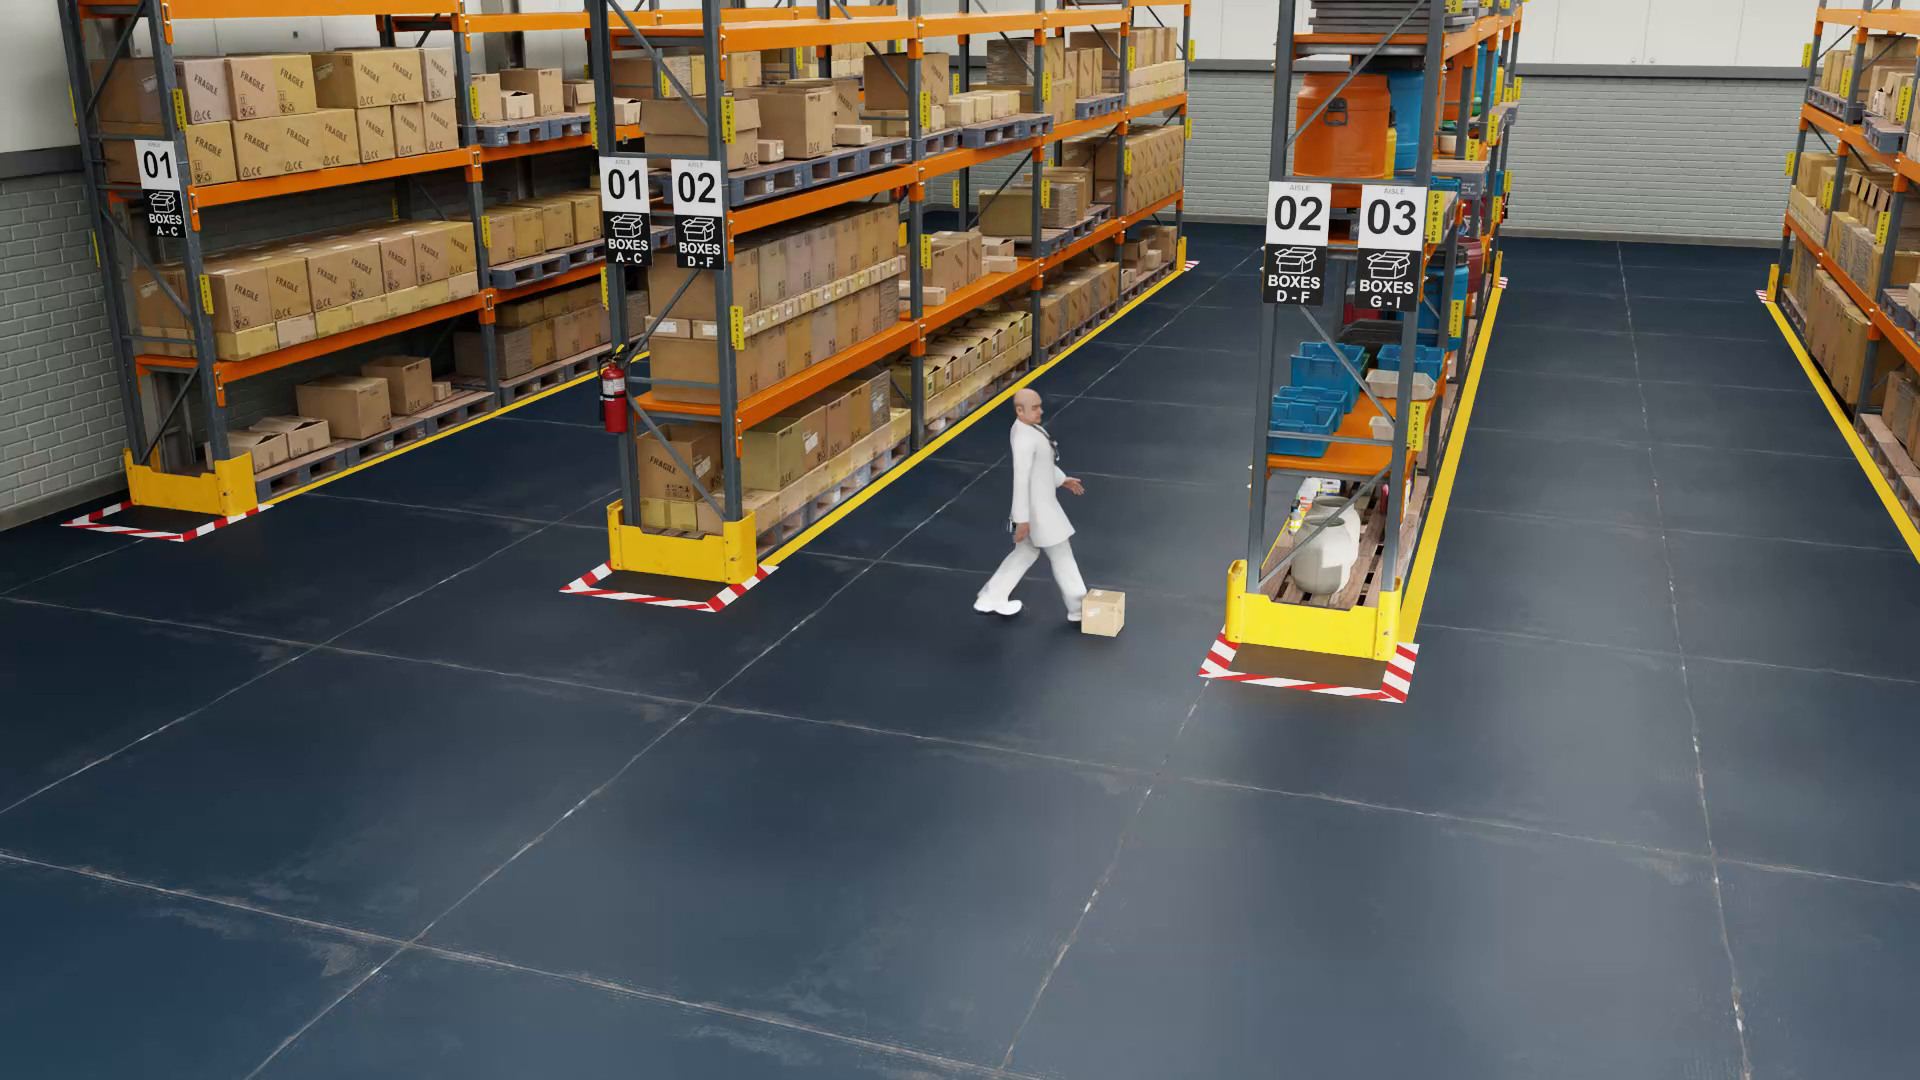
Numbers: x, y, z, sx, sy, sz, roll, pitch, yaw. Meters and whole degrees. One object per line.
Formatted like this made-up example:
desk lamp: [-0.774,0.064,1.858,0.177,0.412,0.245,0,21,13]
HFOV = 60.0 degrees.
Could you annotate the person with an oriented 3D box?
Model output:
person: [0.618,-0.246,11.866,1.036,1.729,0.649,-1,18,-2]
